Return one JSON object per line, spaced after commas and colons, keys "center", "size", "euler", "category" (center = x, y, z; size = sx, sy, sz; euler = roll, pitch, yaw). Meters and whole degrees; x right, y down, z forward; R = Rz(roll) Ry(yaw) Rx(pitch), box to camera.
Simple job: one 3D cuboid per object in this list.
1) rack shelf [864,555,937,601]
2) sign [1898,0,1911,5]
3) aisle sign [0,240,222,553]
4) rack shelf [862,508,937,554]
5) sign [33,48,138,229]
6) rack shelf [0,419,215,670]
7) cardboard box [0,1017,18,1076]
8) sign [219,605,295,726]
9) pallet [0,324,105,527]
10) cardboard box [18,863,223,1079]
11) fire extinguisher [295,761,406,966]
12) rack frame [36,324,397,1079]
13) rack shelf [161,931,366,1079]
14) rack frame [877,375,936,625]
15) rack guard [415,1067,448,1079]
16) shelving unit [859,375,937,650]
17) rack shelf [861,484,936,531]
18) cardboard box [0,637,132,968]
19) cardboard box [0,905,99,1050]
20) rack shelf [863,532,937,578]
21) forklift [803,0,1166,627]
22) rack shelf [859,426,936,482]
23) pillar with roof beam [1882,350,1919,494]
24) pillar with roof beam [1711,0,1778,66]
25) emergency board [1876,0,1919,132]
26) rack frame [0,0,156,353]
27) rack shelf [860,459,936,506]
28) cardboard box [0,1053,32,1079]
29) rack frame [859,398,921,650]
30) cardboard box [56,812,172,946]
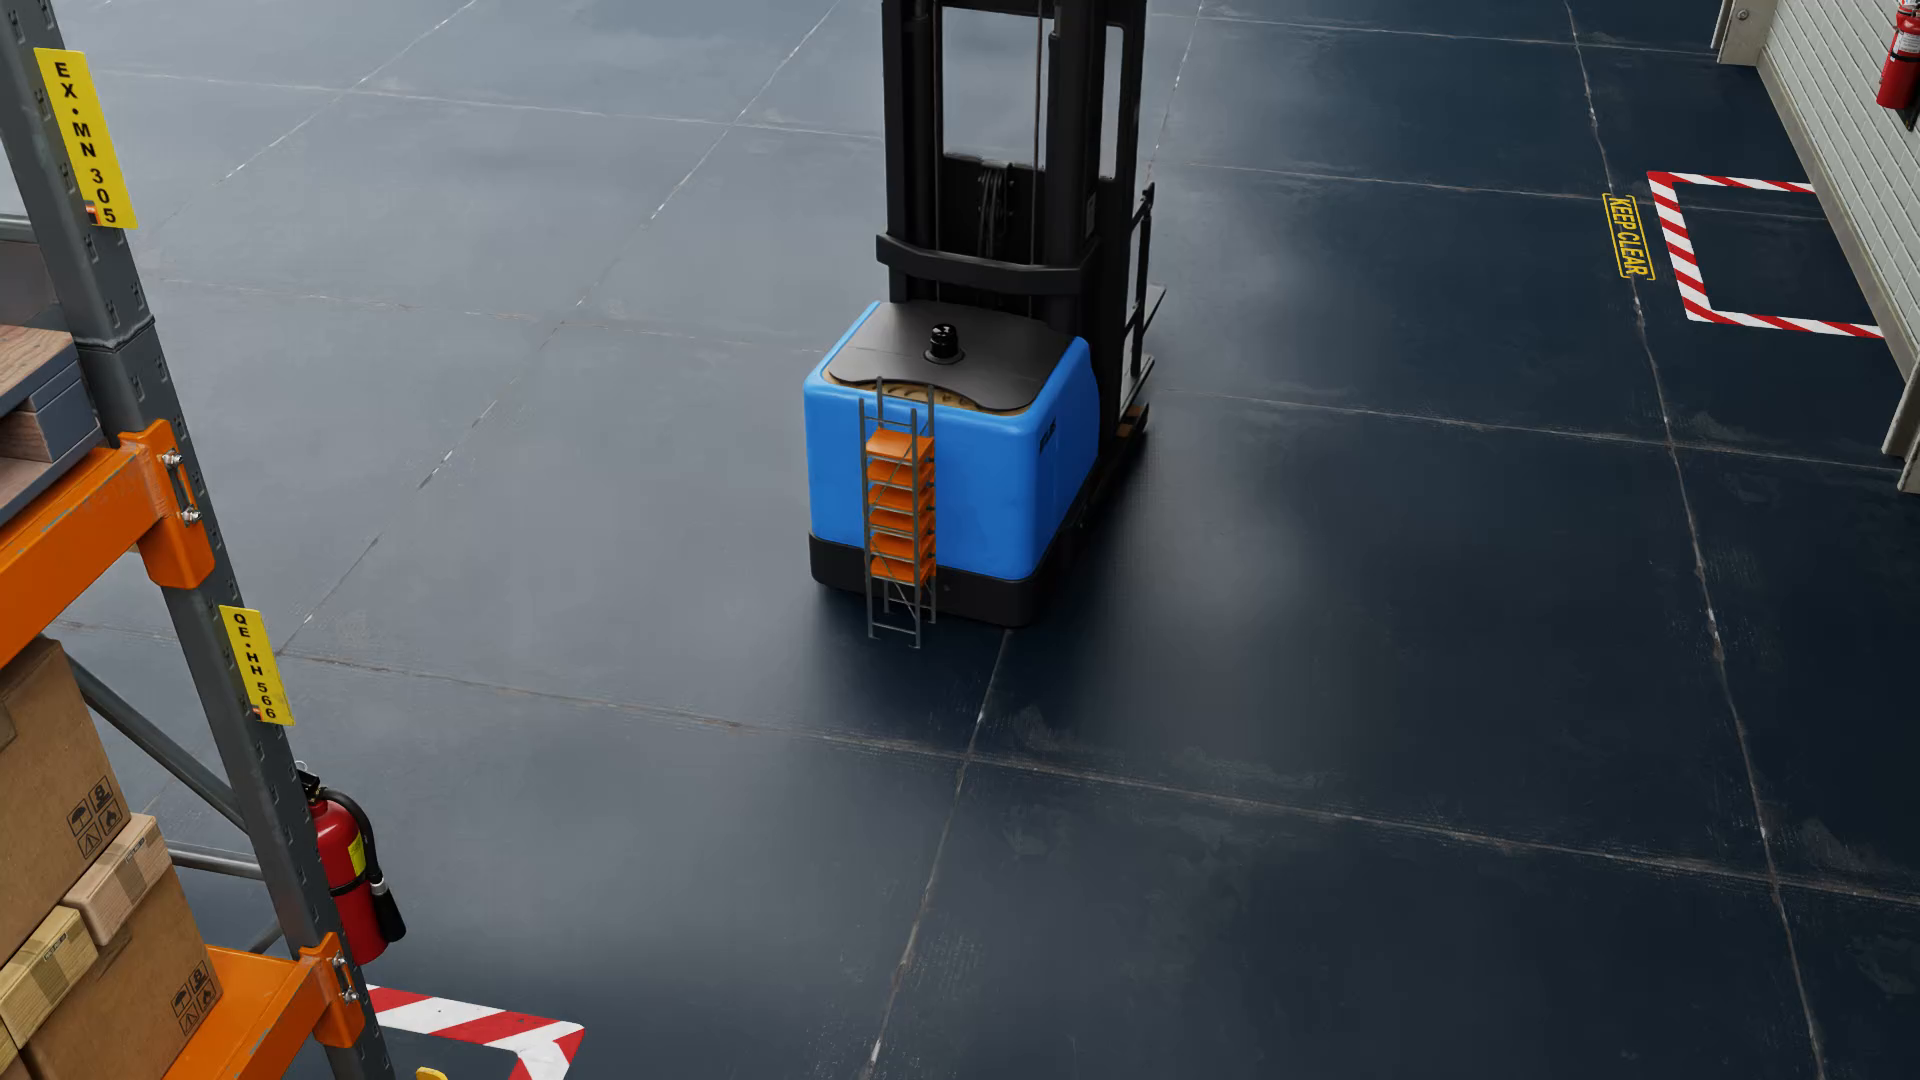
{"center": [-0.249, 0.138, 7.022], "size": [0.258, 0.103, 0.180], "euler": [12, 38, 16], "category": "rack shelf"}
{"center": [5.541, -3.276, 9.684], "size": [0.001, 0.329, 0.234], "euler": [7, 37, 10], "category": "sign"}
{"center": [-1.759, -0.288, 3.376], "size": [0.394, 0.787, 0.004], "euler": [7, 37, 10], "category": "aisle sign"}
{"center": [-0.249, -0.056, 6.881], "size": [0.258, 0.103, 0.180], "euler": [12, 38, 16], "category": "rack shelf"}
{"center": [-1.533, -0.700, 2.916], "size": [0.100, 0.325, 0.005], "euler": [7, 37, 10], "category": "sign"}
{"center": [-2.487, 0.989, 1.887], "size": [1.077, 0.370, 4.000], "euler": [7, 37, 10], "category": "rack shelf"}
{"center": [-2.065, 1.002, 3.173], "size": [0.380, 0.149, 0.250], "euler": [7, 36, 9], "category": "cardboard box"}
{"center": [-1.533, 0.277, 3.624], "size": [0.100, 0.325, 0.005], "euler": [7, 37, 10], "category": "sign"}
{"center": [-2.236, -0.011, 2.729], "size": [1.003, 0.211, 1.213], "euler": [7, 37, 10], "category": "pallet"}
{"center": [-2.172, 0.991, 3.741], "size": [0.700, 0.500, 0.500], "euler": [7, 37, 10], "category": "cardboard box"}
{"center": [-1.581, 0.787, 4.174], "size": [0.296, 0.674, 0.183], "euler": [7, 37, 10], "category": "fire extinguisher"}
{"center": [-2.060, 0.765, 4.138], "size": [1.000, 3.000, 0.127], "euler": [7, 37, 10], "category": "rack frame"}
{"center": [-2.487, 2.203, 2.767], "size": [1.077, 0.370, 4.000], "euler": [7, 37, 10], "category": "rack shelf"}
{"center": [-0.218, -0.143, 6.925], "size": [0.240, 1.200, 0.006], "euler": [12, 38, 16], "category": "rack frame"}
{"center": [-2.055, 1.764, 4.890], "size": [1.175, 0.500, 0.348], "euler": [7, 37, 10], "category": "rack guard"}
{"center": [-0.249, -0.092, 6.855], "size": [0.258, 1.200, 0.189], "euler": [12, 38, 16], "category": "shelving unit"}
{"center": [-0.249, -0.153, 6.811], "size": [0.258, 0.103, 0.180], "euler": [12, 38, 16], "category": "rack shelf"}
{"center": [-2.184, 0.496, 3.319], "size": [0.700, 0.500, 0.500], "euler": [7, 37, 10], "category": "cardboard box"}
{"center": [-2.010, 0.855, 3.376], "size": [0.380, 0.149, 0.250], "euler": [8, 37, 11], "category": "cardboard box"}
{"center": [-0.249, 0.041, 6.951], "size": [0.258, 0.103, 0.180], "euler": [12, 38, 16], "category": "rack shelf"}
{"center": [0.319, -1.679, 7.569], "size": [1.130, 2.935, 3.031], "euler": [12, 38, 16], "category": "forklift"}
{"center": [-0.249, -0.348, 6.670], "size": [0.258, 0.103, 0.180], "euler": [12, 38, 16], "category": "rack shelf"}
{"center": [0.552, -4.515, 6.311], "size": [9.100, 9.000, 0.400], "euler": [7, 37, 10], "category": "pillar with roof beam"}
{"center": [1.833, -7.954, 11.057], "size": [9.100, 9.000, 0.400], "euler": [7, 37, 10], "category": "pillar with roof beam"}
{"center": [5.322, -2.958, 9.275], "size": [0.194, 1.169, 0.643], "euler": [7, 37, 10], "category": "emergency board"}
{"center": [-2.060, -1.664, 2.377], "size": [1.000, 3.000, 0.127], "euler": [7, 37, 10], "category": "rack frame"}
{"center": [-0.249, -0.251, 6.740], "size": [0.258, 0.103, 0.180], "euler": [12, 38, 16], "category": "rack shelf"}
{"center": [-2.280, 1.293, 3.325], "size": [0.700, 0.500, 0.500], "euler": [8, 37, 11], "category": "cardboard box"}
{"center": [-0.280, -0.042, 6.785], "size": [0.240, 1.200, 0.006], "euler": [12, 38, 16], "category": "rack frame"}
{"center": [-1.956, 0.705, 3.583], "size": [0.380, 0.149, 0.250], "euler": [7, 36, 9], "category": "cardboard box"}
